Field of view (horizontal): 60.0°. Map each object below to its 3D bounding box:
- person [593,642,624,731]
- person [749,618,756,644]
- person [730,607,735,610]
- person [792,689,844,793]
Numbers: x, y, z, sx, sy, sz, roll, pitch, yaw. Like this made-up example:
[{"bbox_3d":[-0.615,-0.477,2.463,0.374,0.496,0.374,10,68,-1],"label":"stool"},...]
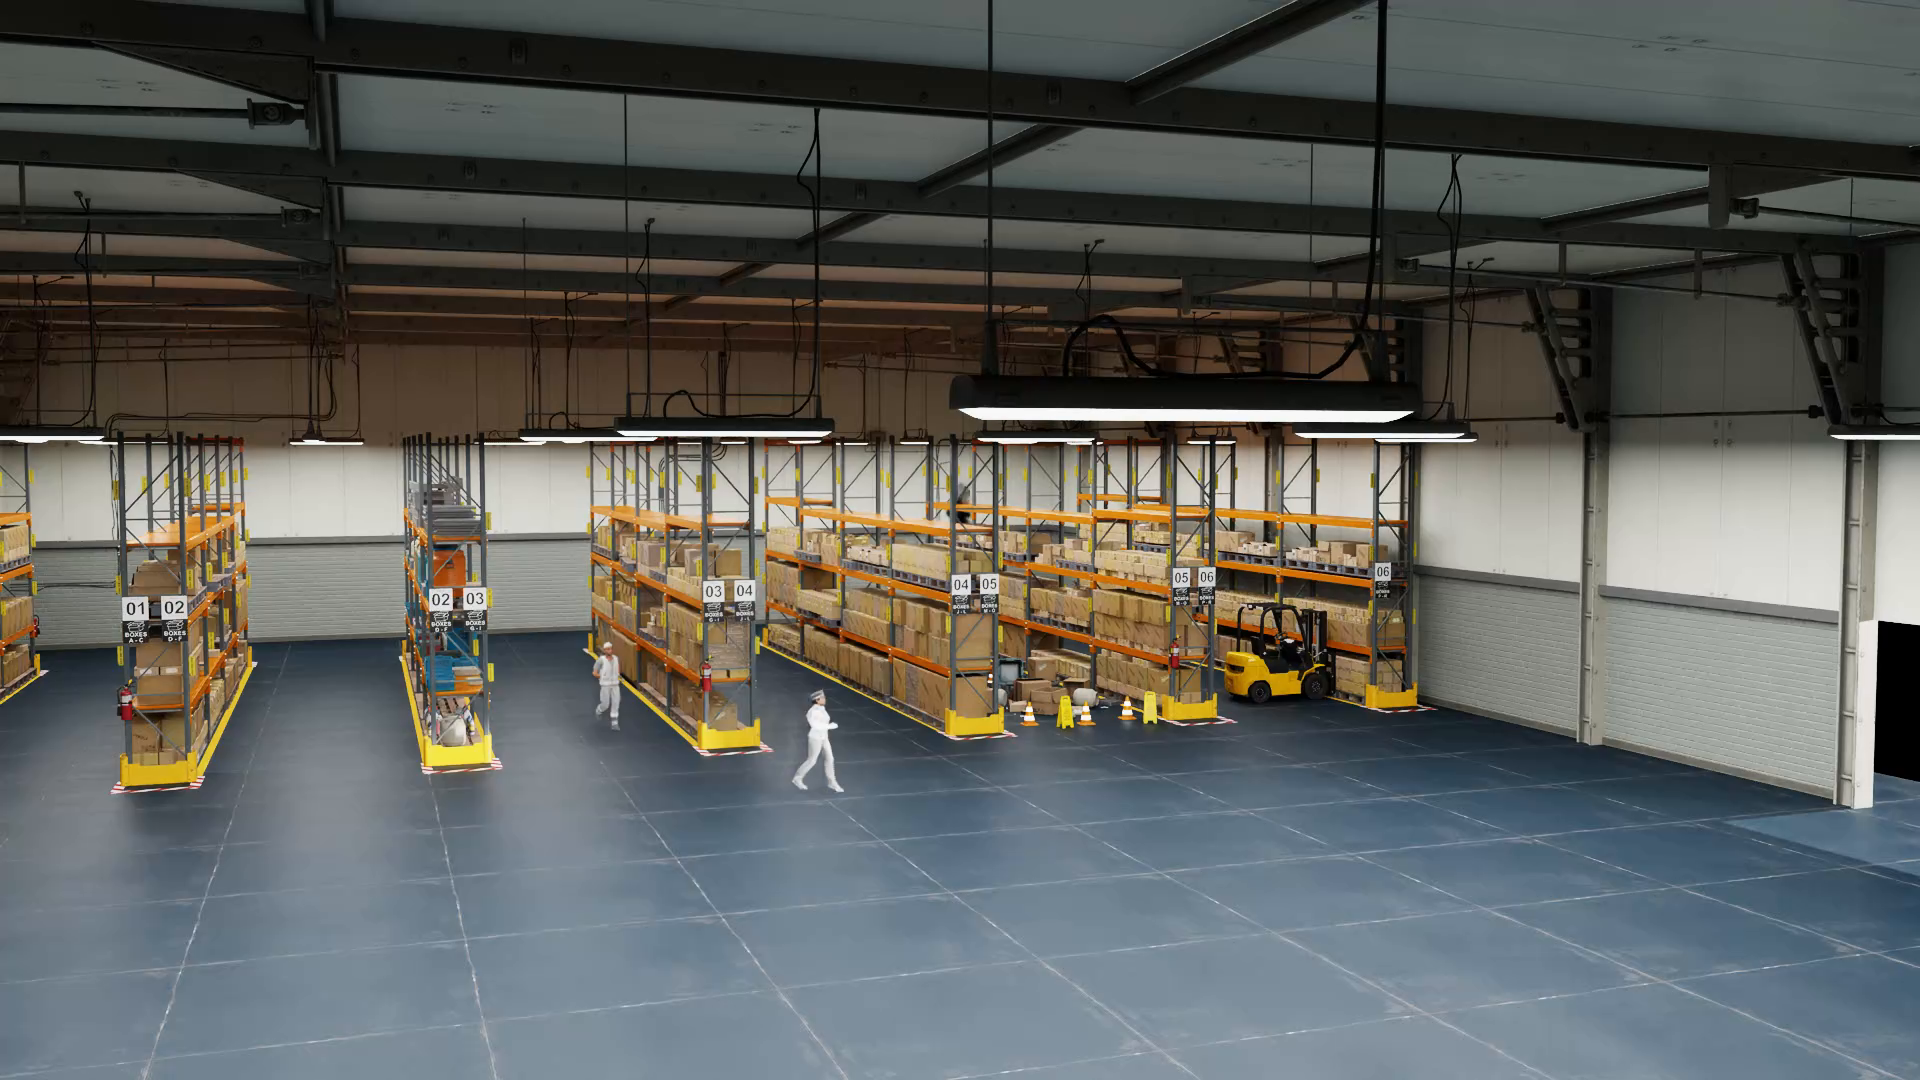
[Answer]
[{"bbox_3d":[-7.106,2.953,33.702,0.658,1.768,0.971,-2,4,-36],"label":"person"},{"bbox_3d":[-5.778,2.443,44.805,0.581,1.621,0.513,-1,3,-10],"label":"person"},{"bbox_3d":[-6.836,2.233,47.909,0.750,1.681,0.500,1,3,14],"label":"person"},{"bbox_3d":[-2.372,3.334,27.562,0.856,1.720,0.604,1,3,12],"label":"person"}]
